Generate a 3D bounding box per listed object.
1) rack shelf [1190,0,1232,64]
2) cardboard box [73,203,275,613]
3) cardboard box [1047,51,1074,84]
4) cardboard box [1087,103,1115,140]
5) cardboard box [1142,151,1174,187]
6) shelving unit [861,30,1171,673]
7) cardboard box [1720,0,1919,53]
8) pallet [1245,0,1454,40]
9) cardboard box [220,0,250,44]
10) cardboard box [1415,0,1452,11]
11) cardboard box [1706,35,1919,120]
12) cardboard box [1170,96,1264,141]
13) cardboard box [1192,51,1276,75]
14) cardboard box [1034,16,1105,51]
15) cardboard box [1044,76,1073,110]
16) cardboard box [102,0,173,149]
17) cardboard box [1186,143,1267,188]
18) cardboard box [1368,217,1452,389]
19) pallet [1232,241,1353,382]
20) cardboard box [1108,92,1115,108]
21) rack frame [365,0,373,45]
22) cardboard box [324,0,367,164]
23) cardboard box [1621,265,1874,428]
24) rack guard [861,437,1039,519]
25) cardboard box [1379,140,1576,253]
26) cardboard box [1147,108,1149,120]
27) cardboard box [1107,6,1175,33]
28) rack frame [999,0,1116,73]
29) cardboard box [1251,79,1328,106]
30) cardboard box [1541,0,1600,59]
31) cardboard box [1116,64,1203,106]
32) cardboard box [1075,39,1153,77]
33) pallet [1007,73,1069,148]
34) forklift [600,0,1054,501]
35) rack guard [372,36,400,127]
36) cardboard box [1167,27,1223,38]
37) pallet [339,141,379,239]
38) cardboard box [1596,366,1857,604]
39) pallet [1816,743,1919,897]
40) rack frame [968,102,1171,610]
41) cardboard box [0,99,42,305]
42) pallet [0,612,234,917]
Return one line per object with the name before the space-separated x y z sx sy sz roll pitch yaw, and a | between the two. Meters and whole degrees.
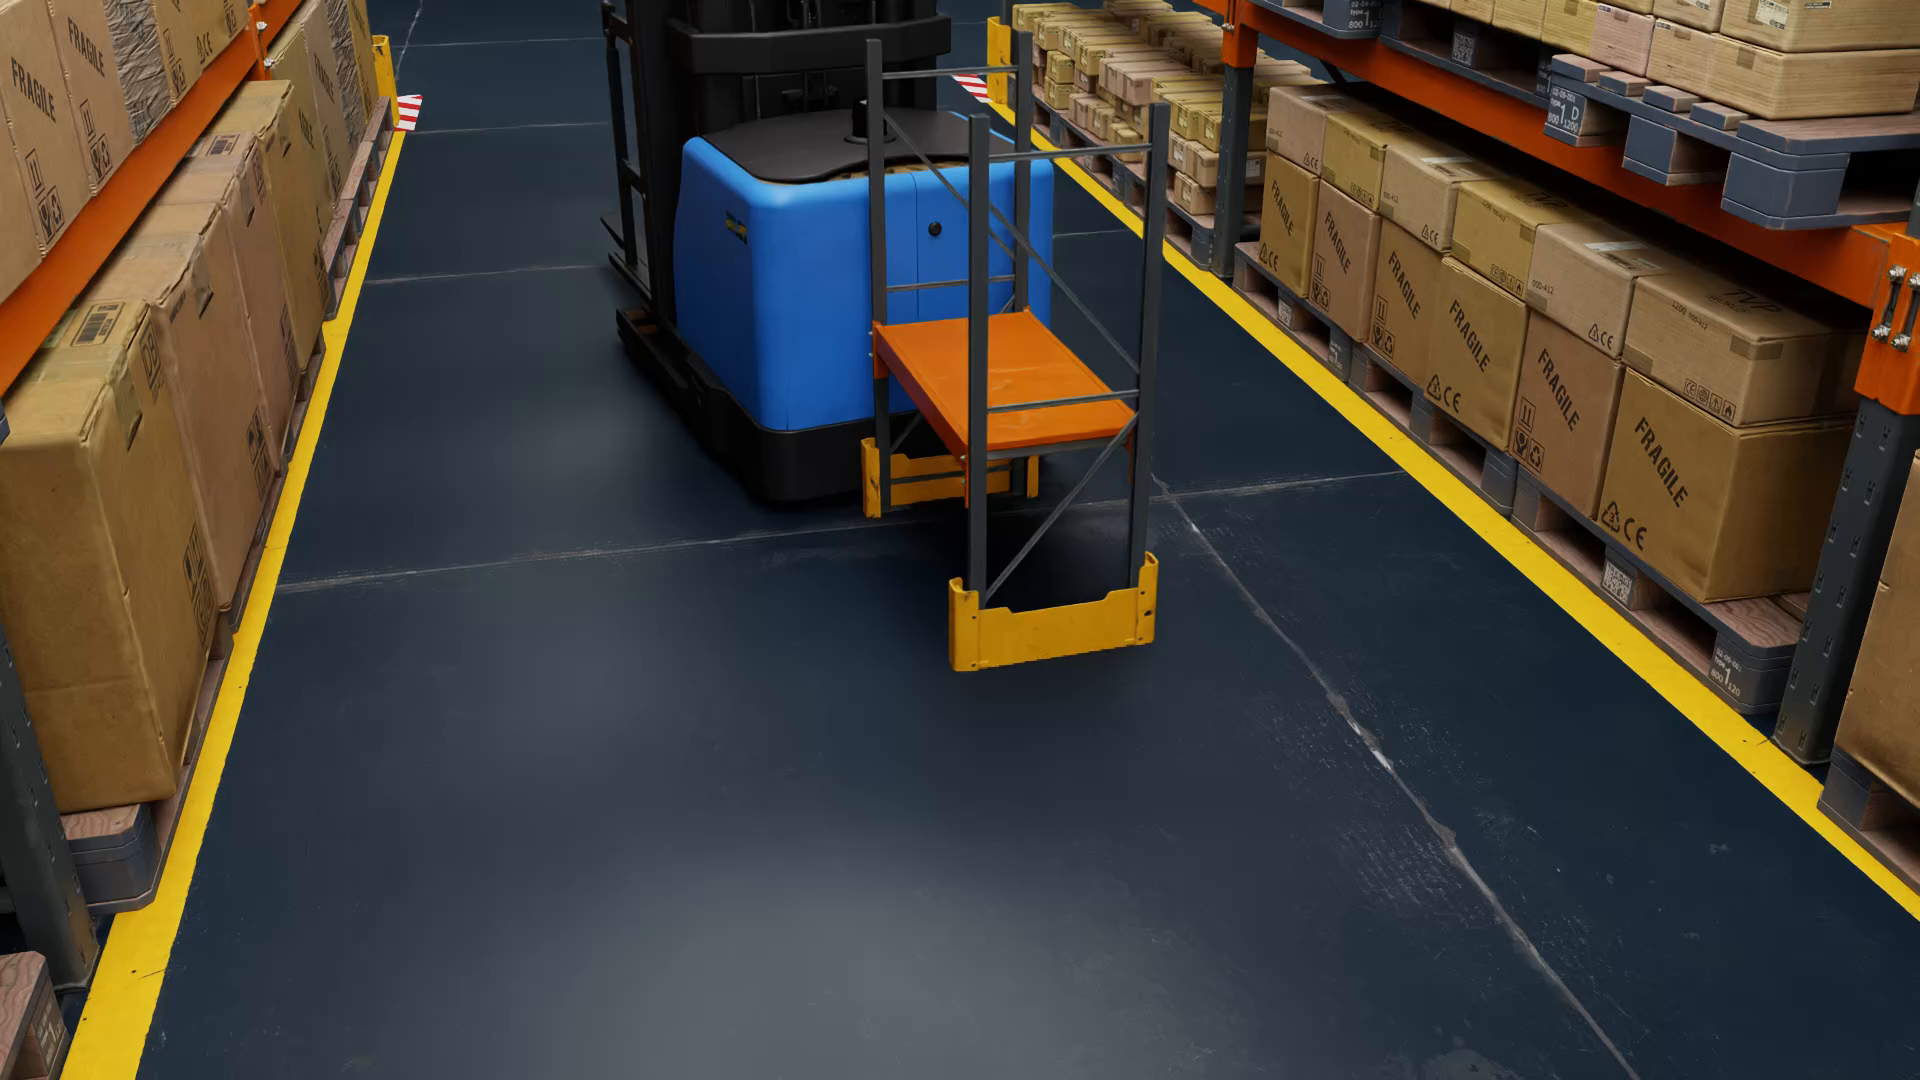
rack shelf | 1.210 -3.162 8.984 1.077 0.370 4.000 -6 27 -12
cardboard box | -2.621 -0.326 4.459 1.225 0.875 0.875 -6 27 -11
cardboard box | 0.728 -2.804 9.845 0.380 0.149 0.250 -5 27 -10
cardboard box | 0.928 -2.336 9.246 0.380 0.149 0.250 -6 27 -12
cardboard box | 1.141 -1.889 8.362 0.380 0.149 0.250 -7 28 -13
shelving unit | 0.115 -0.576 4.726 0.587 1.500 1.083 -8 28 -15
cardboard box | 2.008 -1.228 3.836 0.380 0.149 0.250 -5 27 -11
pallet | 1.692 -2.169 6.431 1.003 0.211 1.213 -6 27 -12
cardboard box | -2.823 -2.013 5.798 0.500 0.500 0.500 -6 27 -11
cardboard box | 1.655 -1.777 5.255 0.380 0.149 0.250 -7 28 -14
cardboard box | 2.004 -1.094 3.902 0.380 0.149 0.250 -5 27 -11
cardboard box | 1.231 -2.023 7.967 0.380 0.149 0.250 -6 27 -11
cardboard box | 1.475 -2.534 8.979 0.380 0.149 0.250 -7 28 -14
cardboard box | 0.658 -3.044 9.990 0.380 0.149 0.250 -6 27 -12
cardboard box | 0.718 -2.675 9.919 0.380 0.149 0.250 -6 27 -11
cardboard box | -2.485 -1.346 4.476 0.500 0.500 0.500 -6 27 -11
cardboard box | 1.280 -1.759 7.773 0.380 0.149 0.250 -5 27 -11
cardboard box | 1.821 -0.865 5.942 0.500 0.500 0.500 -5 27 -11
pallet | 1.838 -1.019 7.034 1.003 0.211 1.213 -6 27 -12
cardboard box | 1.033 -2.463 9.169 0.380 0.149 0.250 -5 27 -9
rack frame | -4.095 -3.902 9.651 1.000 3.000 0.127 -6 27 -12
cardboard box | -3.668 -2.468 8.703 0.875 0.875 0.875 -6 27 -12
cardboard box | 2.153 -0.529 4.445 0.500 0.250 0.500 -7 28 -13
rack guard | -0.029 -0.233 5.433 0.587 0.250 0.087 -8 28 -15
cardboard box | 1.803 -1.202 5.779 0.500 0.250 0.500 -5 27 -10
cardboard box | 1.169 -2.112 8.473 0.380 0.149 0.250 -6 27 -11
cardboard box | 1.127 -3.219 10.335 0.380 0.149 0.250 -5 27 -11
rack frame | 0.760 -4.361 10.561 1.000 3.000 0.127 -6 27 -12
cardboard box | 1.676 -2.191 8.299 0.380 0.149 0.250 -6 27 -12
cardboard box | 1.838 -1.426 4.559 0.380 0.149 0.250 -6 27 -12
cardboard box | 1.035 -2.363 8.641 0.380 0.149 0.250 -7 28 -14
cardboard box | 0.863 -2.701 9.310 0.380 0.149 0.250 -6 27 -11
pallet | 0.925 -2.723 10.410 1.003 0.211 1.213 -6 27 -12
forklift | -0.749 -2.072 6.101 1.130 2.935 3.031 -11 29 -22
rack guard | -4.101 -2.796 10.235 1.175 0.500 0.348 -6 27 -12
cardboard box | 1.420 -2.885 9.675 0.380 0.149 0.250 -5 27 -10
pallet | -3.568 -1.779 8.541 1.003 0.211 1.213 -6 27 -12
cardboard box | 2.160 -0.183 4.592 0.500 0.500 0.500 -6 27 -12
pallet | 2.667 0.750 3.531 1.003 0.211 1.213 -6 27 -12
rack frame | 0.264 -0.352 4.284 0.500 1.500 0.032 -8 28 -15
cardboard box | -2.137 -0.675 3.148 0.500 0.500 0.500 -5 27 -10
pallet | -2.397 0.501 4.022 1.003 0.211 1.213 -6 27 -12
